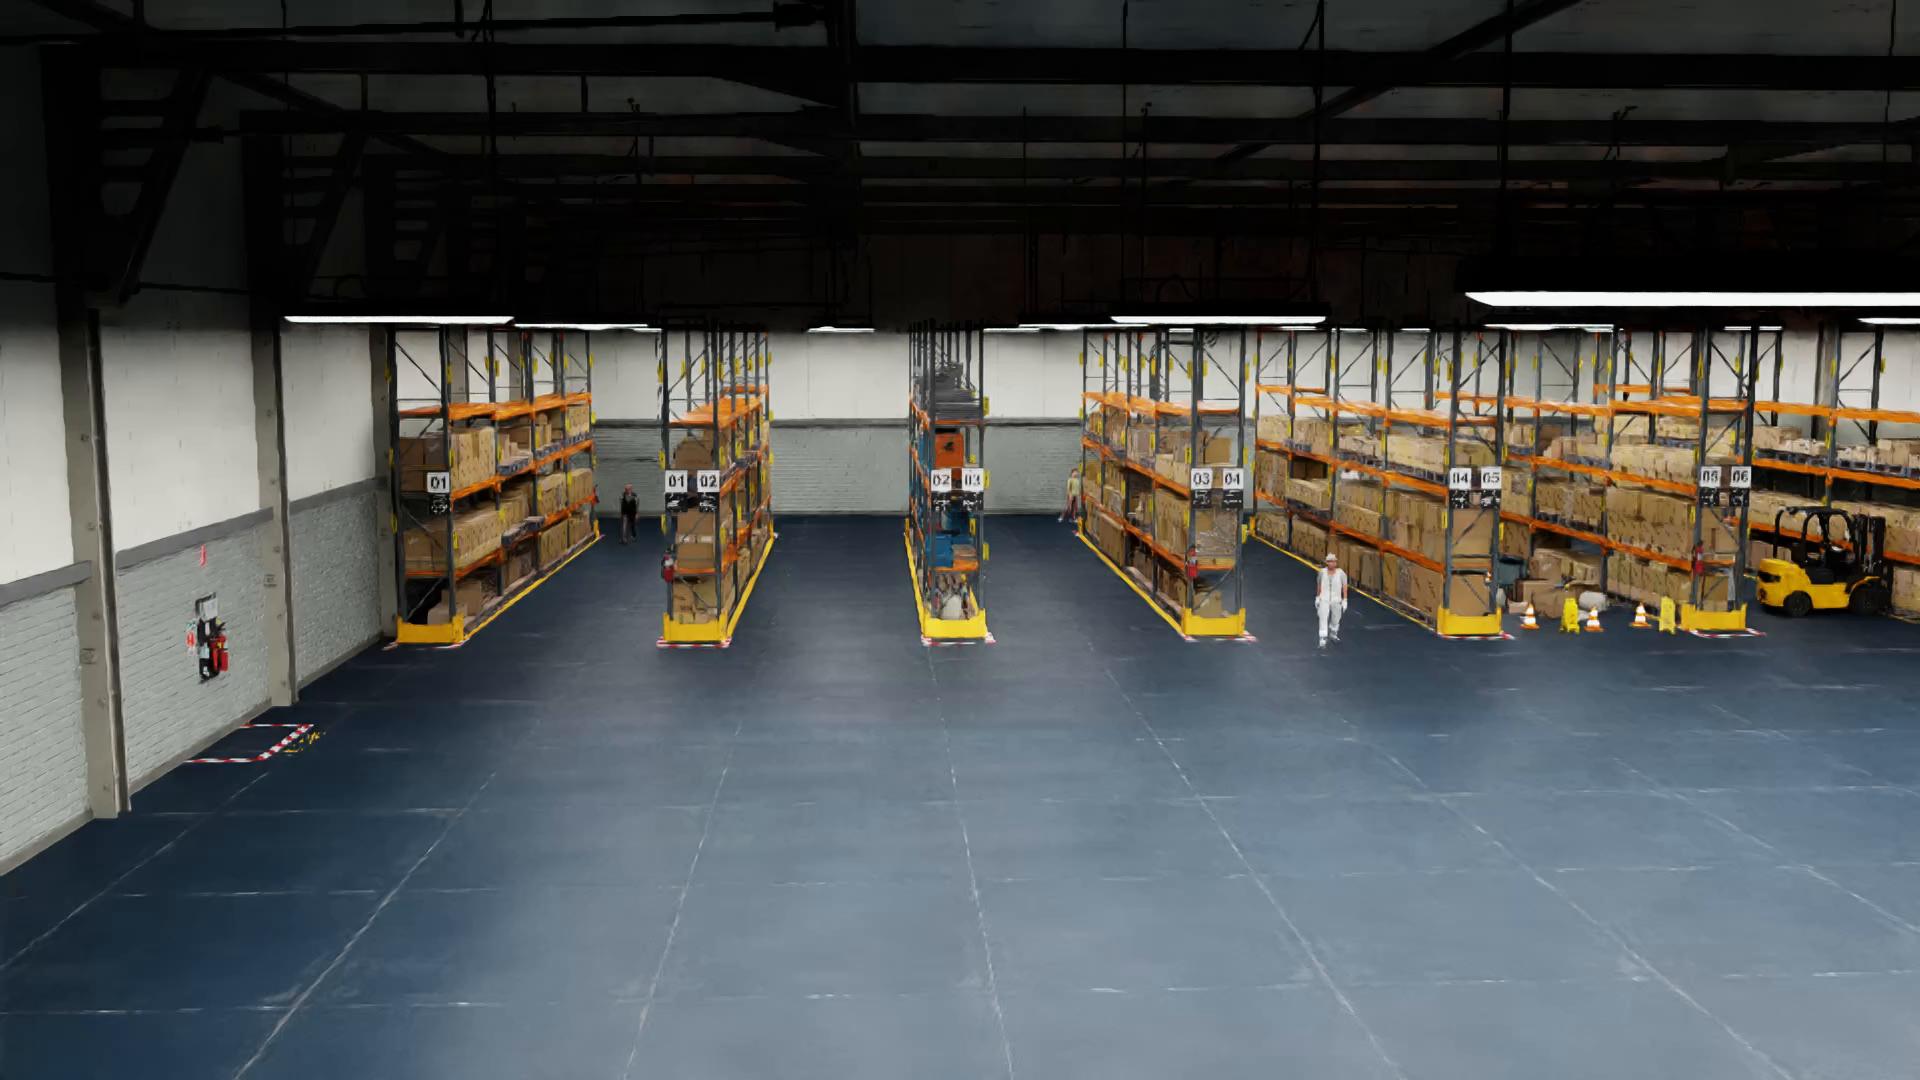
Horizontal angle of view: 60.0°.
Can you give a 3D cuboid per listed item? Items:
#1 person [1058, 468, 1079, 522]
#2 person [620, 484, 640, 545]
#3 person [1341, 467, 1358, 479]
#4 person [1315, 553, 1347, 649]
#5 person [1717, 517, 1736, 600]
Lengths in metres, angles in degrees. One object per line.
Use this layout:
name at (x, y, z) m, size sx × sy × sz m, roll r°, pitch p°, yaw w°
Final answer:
person at (3.322, -1.380, 50.868) m, size 0.474 × 1.666 × 0.654 m, roll 7°, pitch 10°, yaw 43°
person at (-9.030, -0.674, 45.489) m, size 0.543 × 1.557 × 1.119 m, roll -1°, pitch 7°, yaw -5°
person at (12.297, -1.618, 52.437) m, size 0.611 × 1.753 × 0.579 m, roll 5°, pitch 8°, yaw 32°
person at (6.808, 1.100, 30.498) m, size 0.580 × 1.747 × 0.955 m, roll 2°, pitch 7°, yaw 12°
person at (16.516, 0.389, 35.993) m, size 0.590 × 1.778 × 0.675 m, roll 3°, pitch 8°, yaw 22°
